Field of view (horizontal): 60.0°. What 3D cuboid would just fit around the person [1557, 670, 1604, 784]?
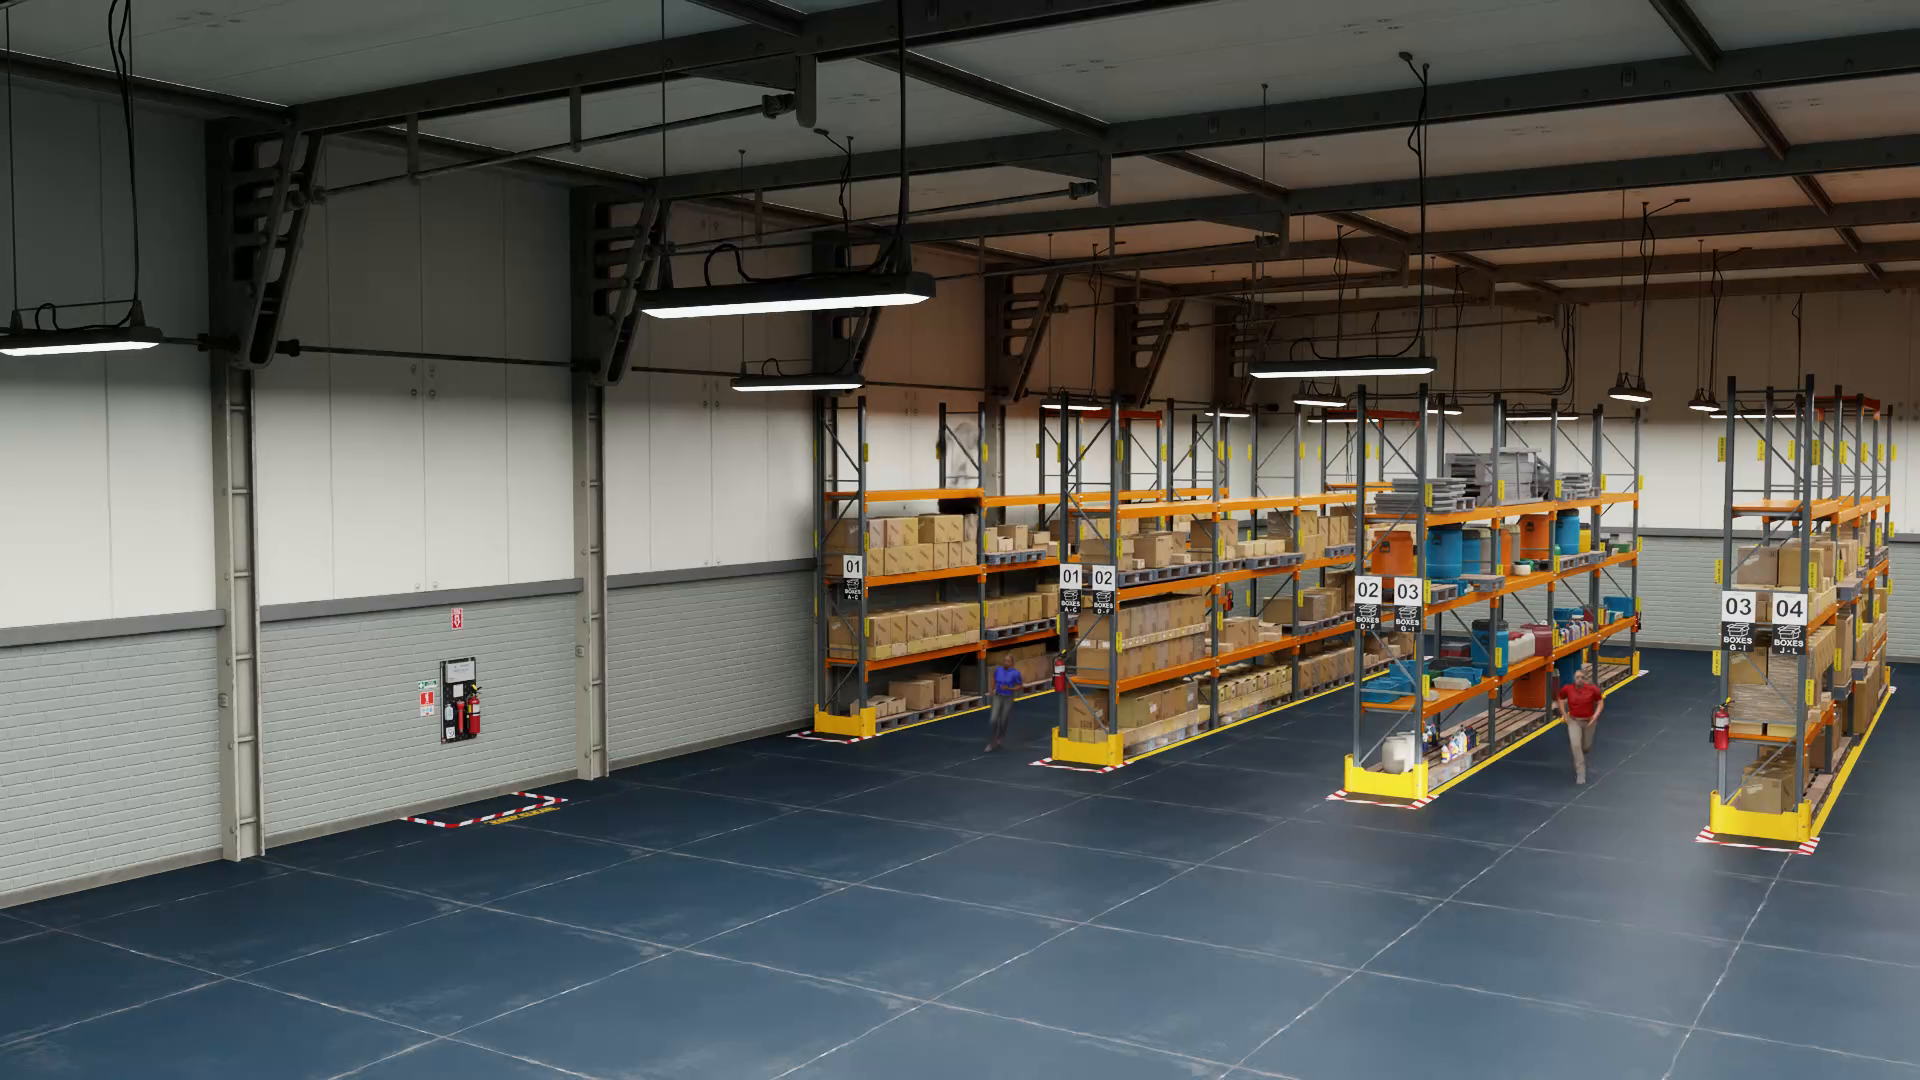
[{"bbox_3d":[9.536,2.837,25.574,0.663,1.732,1.029,1,3,16],"label":"person"}]

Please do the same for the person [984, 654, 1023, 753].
[{"bbox_3d":[0.759,2.745,28.036,0.638,1.692,0.718,1,3,10],"label":"person"}]
